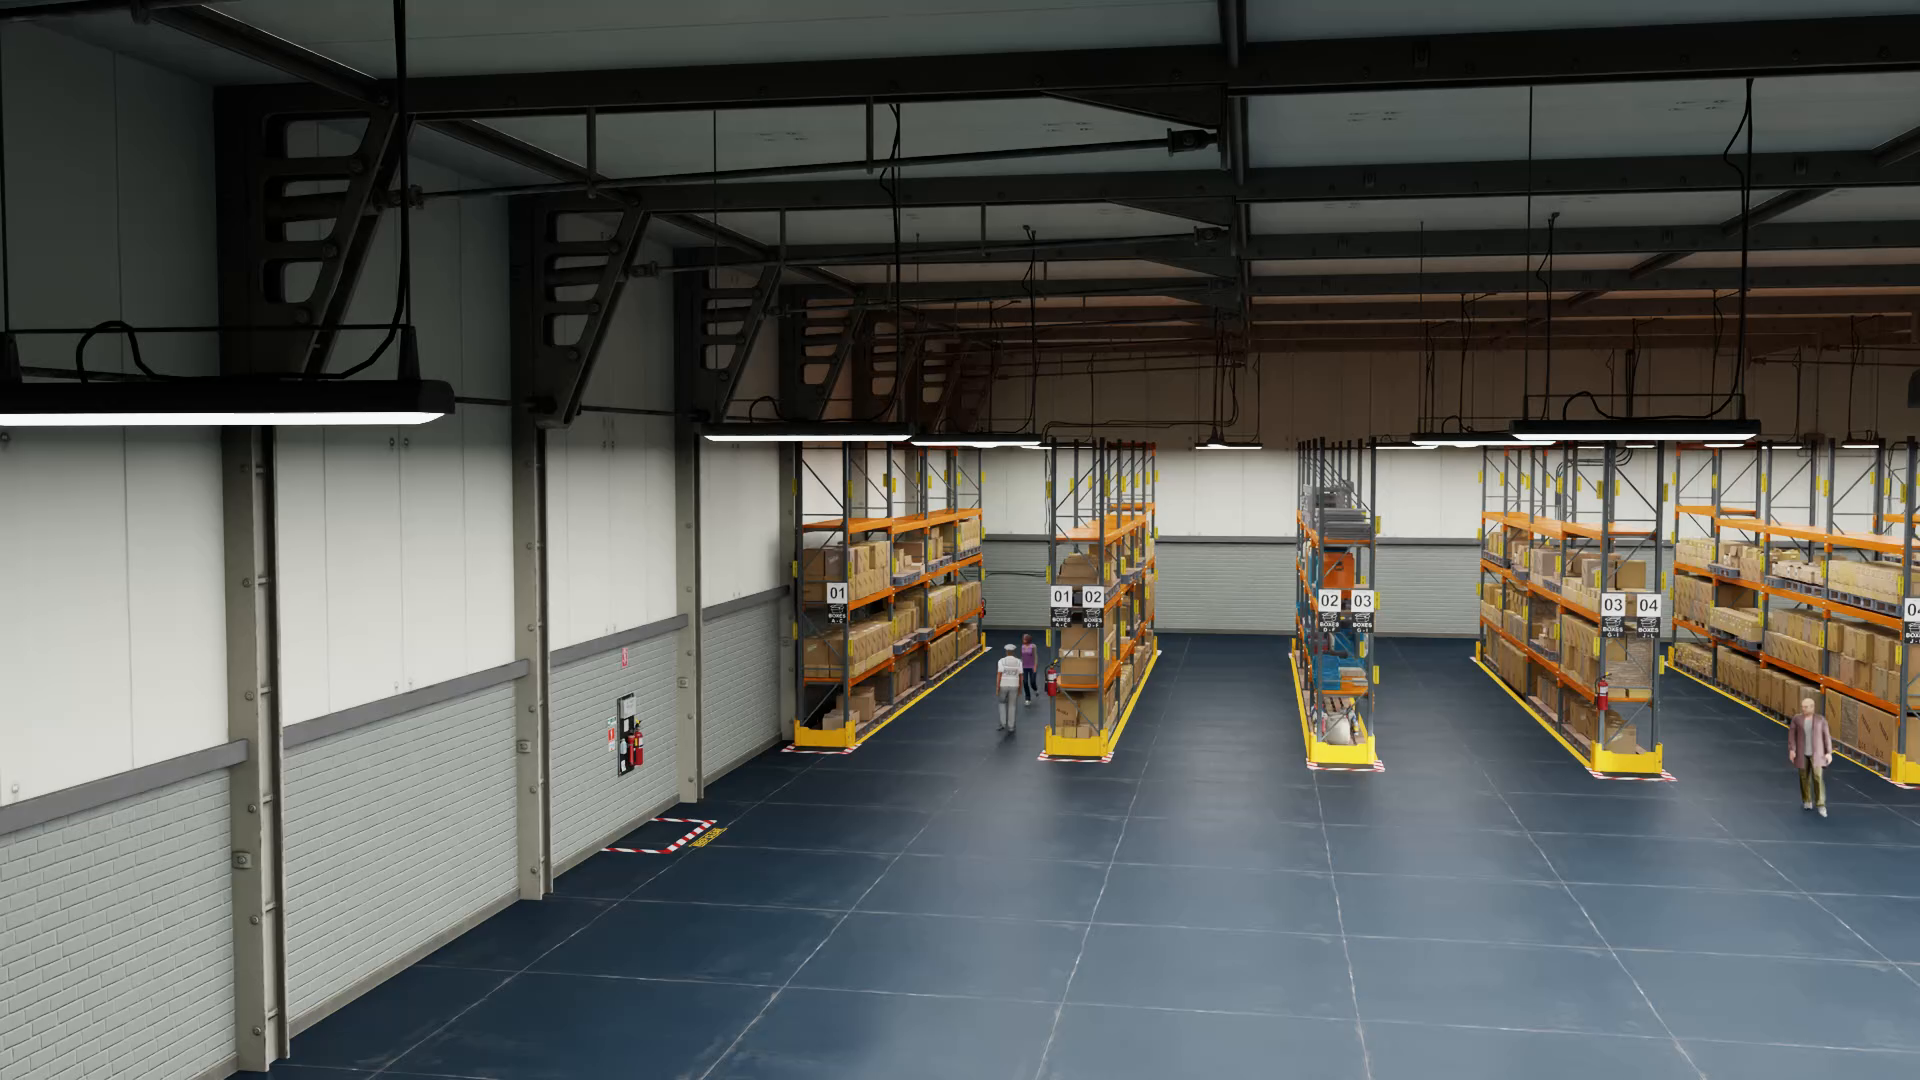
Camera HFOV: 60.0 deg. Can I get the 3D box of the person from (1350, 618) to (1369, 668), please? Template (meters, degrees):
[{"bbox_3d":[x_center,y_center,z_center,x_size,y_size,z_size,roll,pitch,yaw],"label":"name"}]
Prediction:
[{"bbox_3d":[10.506,2.517,43.727,0.578,1.789,0.487,3,4,45],"label":"person"}]

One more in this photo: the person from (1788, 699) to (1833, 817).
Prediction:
[{"bbox_3d":[13.521,3.437,26.486,0.662,1.794,0.689,2,4,37],"label":"person"}]

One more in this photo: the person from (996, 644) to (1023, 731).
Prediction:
[{"bbox_3d":[1.023,3.061,34.167,0.563,1.820,0.609,0,3,0],"label":"person"}]

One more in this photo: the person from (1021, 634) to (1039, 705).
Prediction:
[{"bbox_3d":[1.573,2.932,37.757,0.446,1.597,0.542,1,3,24],"label":"person"}]
